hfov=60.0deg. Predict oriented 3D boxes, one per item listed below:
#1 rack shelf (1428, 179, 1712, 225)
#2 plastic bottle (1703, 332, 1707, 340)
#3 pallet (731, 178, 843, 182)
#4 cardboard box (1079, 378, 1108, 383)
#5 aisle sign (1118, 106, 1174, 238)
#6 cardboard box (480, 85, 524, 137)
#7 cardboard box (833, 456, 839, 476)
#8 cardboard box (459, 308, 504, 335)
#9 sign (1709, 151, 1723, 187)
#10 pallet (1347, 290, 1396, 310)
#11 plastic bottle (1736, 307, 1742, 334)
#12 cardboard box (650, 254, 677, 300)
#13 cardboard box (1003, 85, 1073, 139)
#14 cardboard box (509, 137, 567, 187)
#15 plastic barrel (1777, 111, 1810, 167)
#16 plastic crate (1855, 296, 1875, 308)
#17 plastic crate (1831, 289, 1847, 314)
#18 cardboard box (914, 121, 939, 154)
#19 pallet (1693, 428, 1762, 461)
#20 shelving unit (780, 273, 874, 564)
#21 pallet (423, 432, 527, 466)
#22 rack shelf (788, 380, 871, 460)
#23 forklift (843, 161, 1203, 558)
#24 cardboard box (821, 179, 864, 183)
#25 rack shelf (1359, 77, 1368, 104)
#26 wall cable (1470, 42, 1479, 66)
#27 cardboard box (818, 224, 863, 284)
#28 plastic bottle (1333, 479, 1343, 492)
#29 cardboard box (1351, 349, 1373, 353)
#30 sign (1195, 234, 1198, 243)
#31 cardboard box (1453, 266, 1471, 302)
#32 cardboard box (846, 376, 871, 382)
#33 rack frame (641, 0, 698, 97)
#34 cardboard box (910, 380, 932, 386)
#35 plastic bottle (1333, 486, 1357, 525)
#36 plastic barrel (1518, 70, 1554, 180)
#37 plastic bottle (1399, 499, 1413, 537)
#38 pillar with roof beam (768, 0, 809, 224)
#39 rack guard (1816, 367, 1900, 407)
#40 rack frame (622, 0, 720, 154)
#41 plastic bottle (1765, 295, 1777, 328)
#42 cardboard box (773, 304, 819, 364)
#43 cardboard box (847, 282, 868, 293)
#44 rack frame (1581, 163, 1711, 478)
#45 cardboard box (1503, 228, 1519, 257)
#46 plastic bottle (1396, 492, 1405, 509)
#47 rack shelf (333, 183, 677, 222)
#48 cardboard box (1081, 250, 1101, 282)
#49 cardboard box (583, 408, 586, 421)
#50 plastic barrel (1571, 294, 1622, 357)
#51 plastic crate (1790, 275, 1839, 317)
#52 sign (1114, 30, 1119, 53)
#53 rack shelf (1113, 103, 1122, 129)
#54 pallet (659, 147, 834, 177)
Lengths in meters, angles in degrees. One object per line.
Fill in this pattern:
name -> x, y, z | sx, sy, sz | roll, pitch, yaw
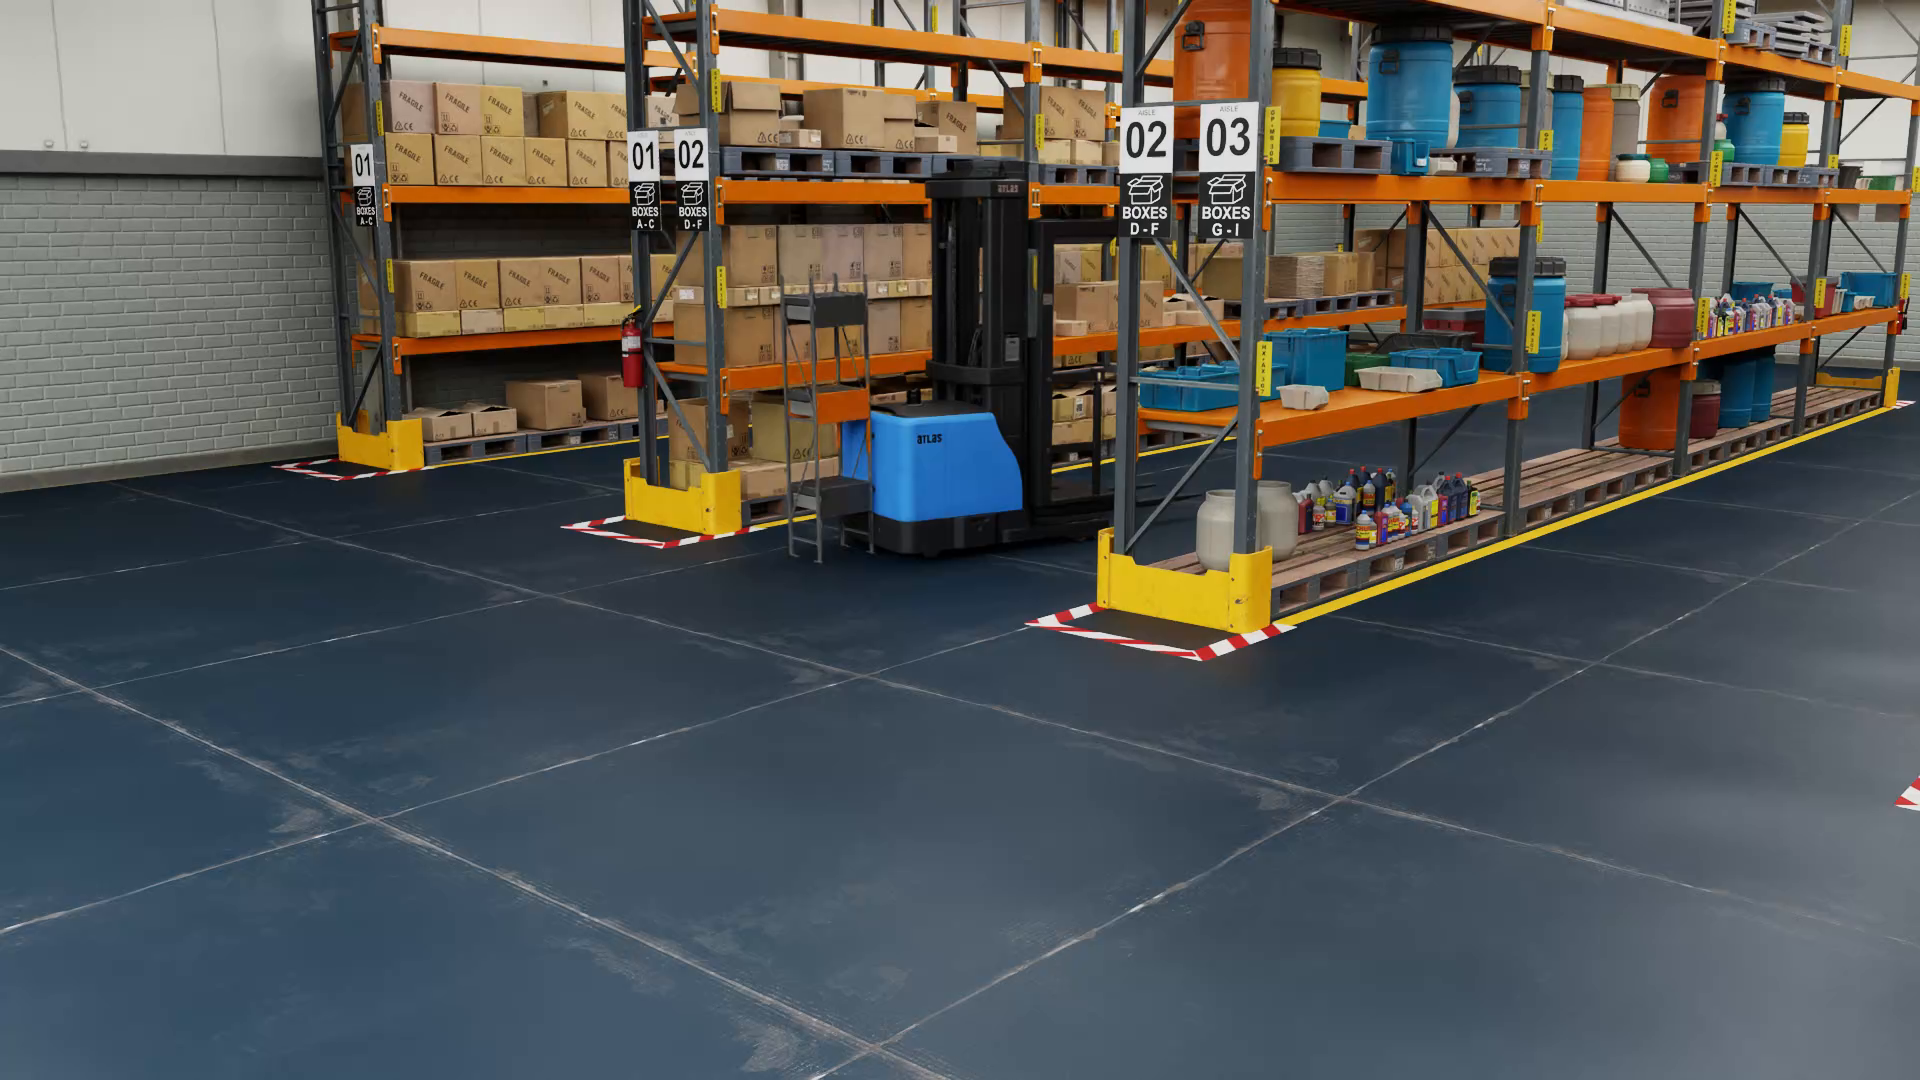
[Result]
rack shelf -> 5.380, -2.969, 14.597 | 1.077, 0.370, 4.000 | 10, 15, 40
plastic bottle -> 7.390, -2.097, 16.562 | 0.097, 0.201, 0.097 | 0, 11, 0
pallet -> -2.212, -4.446, 20.636 | 1.213, 0.211, 1.003 | 10, 15, 40
cardboard box -> 1.398, -1.651, 18.334 | 0.500, 0.311, 0.500 | 10, 15, 40
aisle sign -> 1.149, -2.271, 10.285 | 0.394, 0.787, 0.004 | 10, 15, 40
cardboard box -> -4.887, -4.439, 17.258 | 0.500, 0.500, 0.500 | 10, 15, 42
cardboard box -> -1.120, -0.664, 14.827 | 0.500, 0.250, 0.500 | 10, 15, 40
cardboard box -> -5.130, -2.294, 17.372 | 0.500, 0.250, 0.500 | 9, 15, 39
sign -> 7.118, -3.495, 15.659 | 0.100, 0.325, 0.005 | 10, 15, 40
pallet -> 5.013, -3.177, 21.950 | 1.003, 0.211, 1.213 | 10, 15, 40
plastic bottle -> 8.088, -2.287, 17.334 | 0.097, 0.271, 0.097 | 0, 11, 0
cardboard box -> -3.462, -3.032, 19.151 | 0.500, 0.500, 0.500 | 10, 15, 40
cardboard box -> 0.778, -4.254, 16.591 | 0.500, 0.500, 0.500 | 10, 15, 41
cardboard box -> -4.555, -4.029, 17.758 | 0.500, 0.500, 0.500 | 11, 16, 44
plastic barrel -> 8.891, -4.342, 18.083 | 0.600, 0.588, 0.600 | 0, 11, 0
plastic crate -> 11.579, -3.079, 21.488 | 0.396, 0.136, 0.243 | 10, 15, 40
plastic crate -> 10.487, -2.906, 20.251 | 0.437, 0.282, 0.530 | 10, 15, 40
cardboard box -> -0.546, -3.780, 15.618 | 0.500, 0.311, 0.500 | 9, 14, 37
pallet -> 7.995, -1.078, 18.069 | 1.003, 0.211, 1.213 | 10, 15, 40
shelving unit -> -0.988, -0.917, 12.414 | 0.503, 2.100, 0.431 | -11, 16, -40
pallet -> -5.410, -1.008, 17.718 | 1.003, 0.211, 1.213 | 10, 15, 40
rack shelf -> -0.988, -0.903, 12.417 | 0.480, 0.518, 0.431 | -11, 16, -40
forklift -> 0.592, -1.501, 13.241 | 3.031, 2.935, 1.130 | -7, 13, -31
cardboard box -> -1.667, -4.779, 21.505 | 0.637, 0.503, 0.797 | -10, 15, -40
rack shelf -> 6.942, -6.256, 23.405 | 1.077, 0.370, 4.000 | 10, 15, 40
wall cable -> 10.573, -8.935, 30.005 | 3.097, 2.526, 0.112 | 10, 15, 40
cardboard box -> -1.271, -2.522, 14.610 | 0.700, 0.500, 0.500 | 10, 15, 41
plastic bottle -> 2.950, -0.329, 13.010 | 0.061, 0.283, 0.133 | 11, 15, 43
cardboard box -> 5.512, -2.255, 22.102 | 0.500, 0.500, 0.500 | 10, 15, 40
sign -> 4.126, -5.139, 28.870 | 0.100, 0.325, 0.005 | 10, 15, 40
cardboard box -> 6.831, -3.613, 23.384 | 0.500, 0.500, 0.500 | 10, 15, 40
cardboard box -> -1.605, -2.243, 22.040 | 0.700, 0.500, 0.500 | 10, 15, 40
rack frame -> -3.382, -5.779, 19.172 | 1.000, 3.000, 0.127 | 10, 15, 40
cardboard box -> -0.139, -1.254, 15.867 | 0.500, 0.500, 0.500 | 10, 15, 40
plastic bottle -> 2.938, -0.266, 12.715 | 0.152, 0.276, 0.135 | 10, 15, 40
plastic barrel -> 4.664, -3.473, 14.001 | 0.600, 0.901, 0.600 | 0, 11, 0
plastic bottle -> 3.276, -0.167, 12.234 | 0.097, 0.271, 0.097 | 0, 11, 0
pillar with roof beam -> 0.984, -5.732, 18.934 | 9.100, 9.000, 0.400 | 10, 15, 40
rack guard -> 11.987, -2.102, 22.457 | 1.175, 0.500, 0.348 | 10, 15, 40
rack frame -> -2.299, -4.551, 13.022 | 1.000, 3.000, 0.127 | 10, 15, 40
plastic bottle -> 8.858, -2.505, 18.219 | 0.144, 0.351, 0.185 | 10, 15, 40
cardboard box -> -1.638, -1.803, 14.325 | 0.700, 0.500, 0.500 | 10, 15, 42
cardboard box -> -1.030, -2.196, 14.636 | 0.380, 0.149, 0.250 | 10, 15, 40
rack frame -> 6.700, -2.145, 16.293 | 1.000, 3.000, 0.127 | 10, 15, 40
cardboard box -> 7.843, -4.327, 24.409 | 0.500, 0.500, 0.500 | 10, 15, 42
plastic bottle -> 3.321, -0.223, 12.481 | 0.061, 0.283, 0.133 | 10, 15, 40
rack shelf -> -4.702, -3.661, 18.063 | 1.077, 0.370, 4.000 | 10, 15, 40
cardboard box -> 1.783, -4.119, 25.109 | 0.500, 0.500, 0.500 | 9, 15, 39
cardboard box -> -4.453, -1.423, 18.831 | 0.380, 0.149, 0.250 | 8, 14, 36
plastic barrel -> 5.626, -1.907, 14.755 | 0.433, 0.535, 0.433 | 0, 11, 0
plastic crate -> 10.118, -2.893, 19.723 | 0.402, 0.464, 0.583 | 10, 15, 40
sign -> 2.314, -7.385, 24.623 | 0.100, 0.325, 0.005 | 10, 15, 40
rack shelf -> 3.219, -6.702, 26.648 | 1.077, 0.370, 4.000 | 10, 15, 40
pallet -> -1.813, -3.137, 13.828 | 1.003, 0.211, 1.213 | 10, 15, 40
